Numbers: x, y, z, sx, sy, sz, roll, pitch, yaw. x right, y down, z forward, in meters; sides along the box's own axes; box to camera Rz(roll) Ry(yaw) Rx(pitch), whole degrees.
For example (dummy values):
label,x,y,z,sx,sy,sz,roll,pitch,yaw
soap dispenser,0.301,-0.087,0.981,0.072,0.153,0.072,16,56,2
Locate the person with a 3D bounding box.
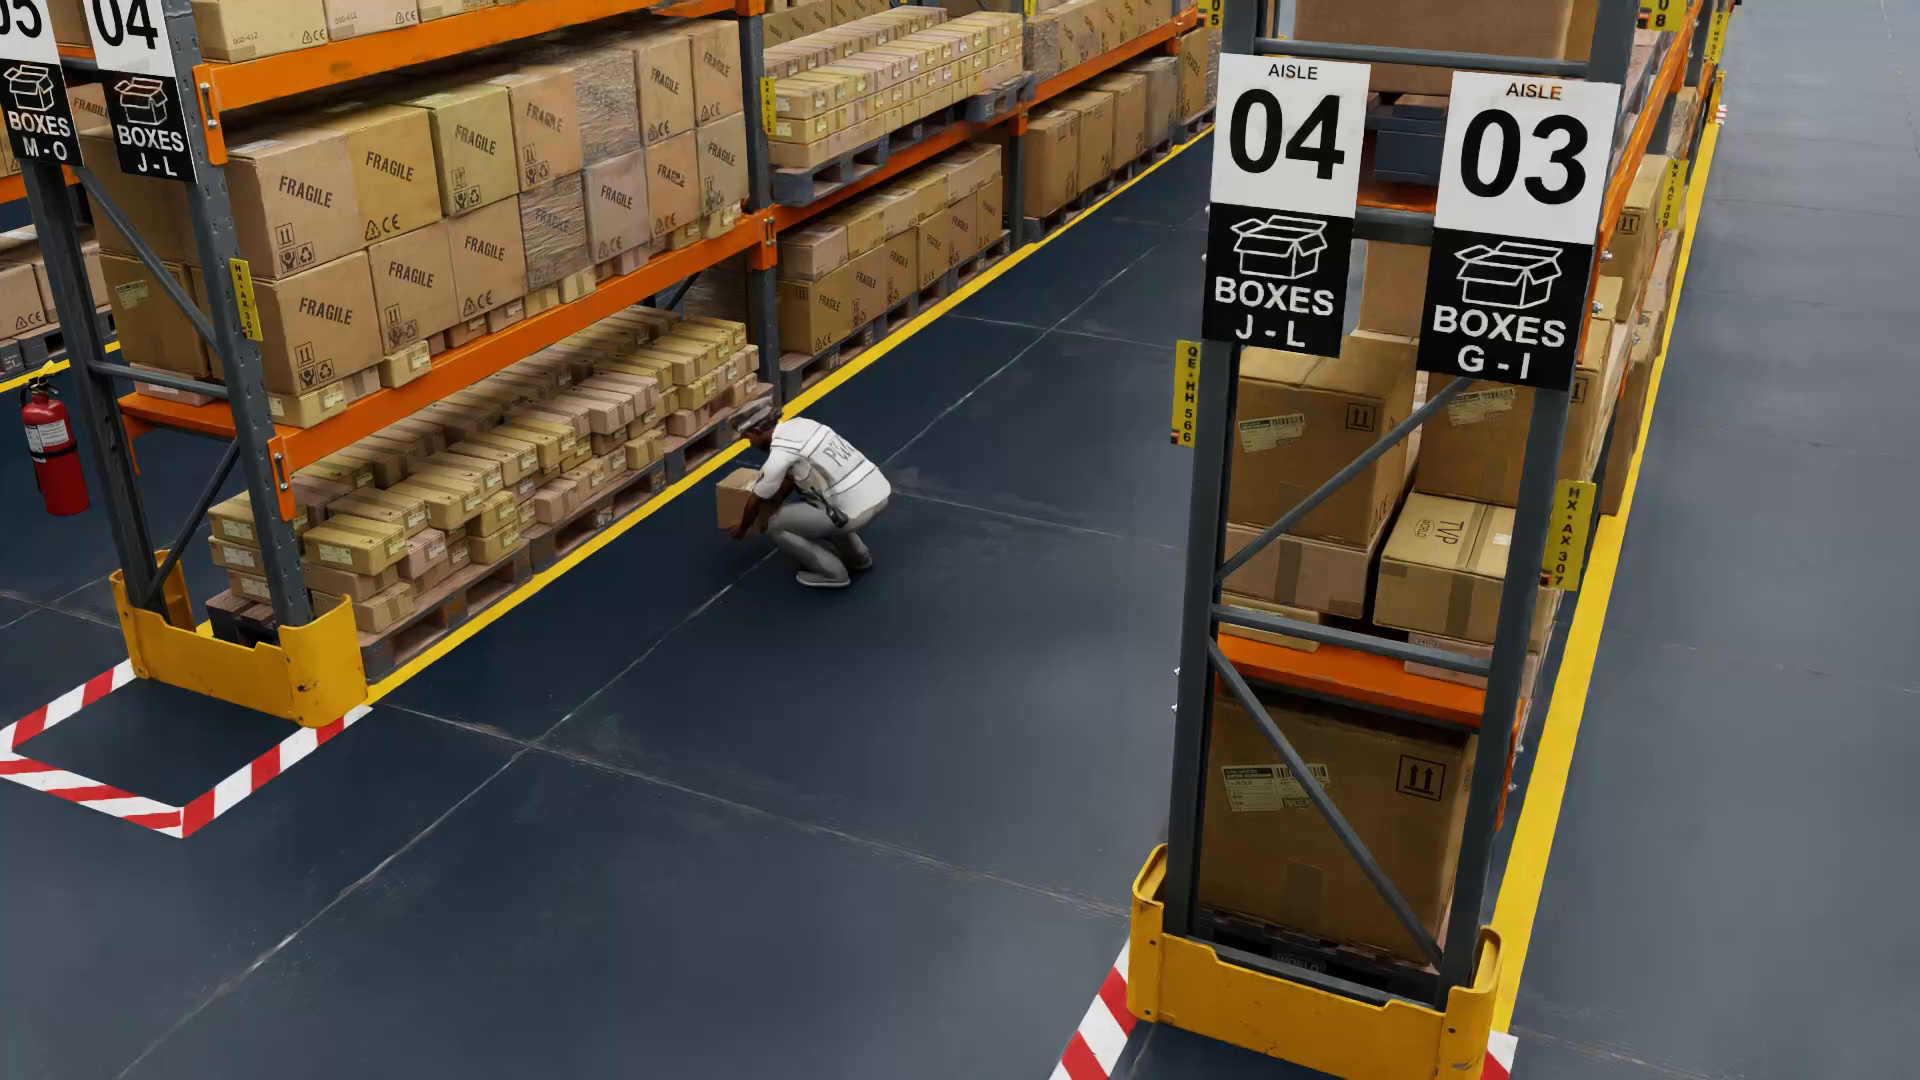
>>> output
label,x,y,z,sx,sy,sz,roll,pitch,yaw
person,-0.778,-0.258,8.453,0.842,0.950,0.506,11,29,22
